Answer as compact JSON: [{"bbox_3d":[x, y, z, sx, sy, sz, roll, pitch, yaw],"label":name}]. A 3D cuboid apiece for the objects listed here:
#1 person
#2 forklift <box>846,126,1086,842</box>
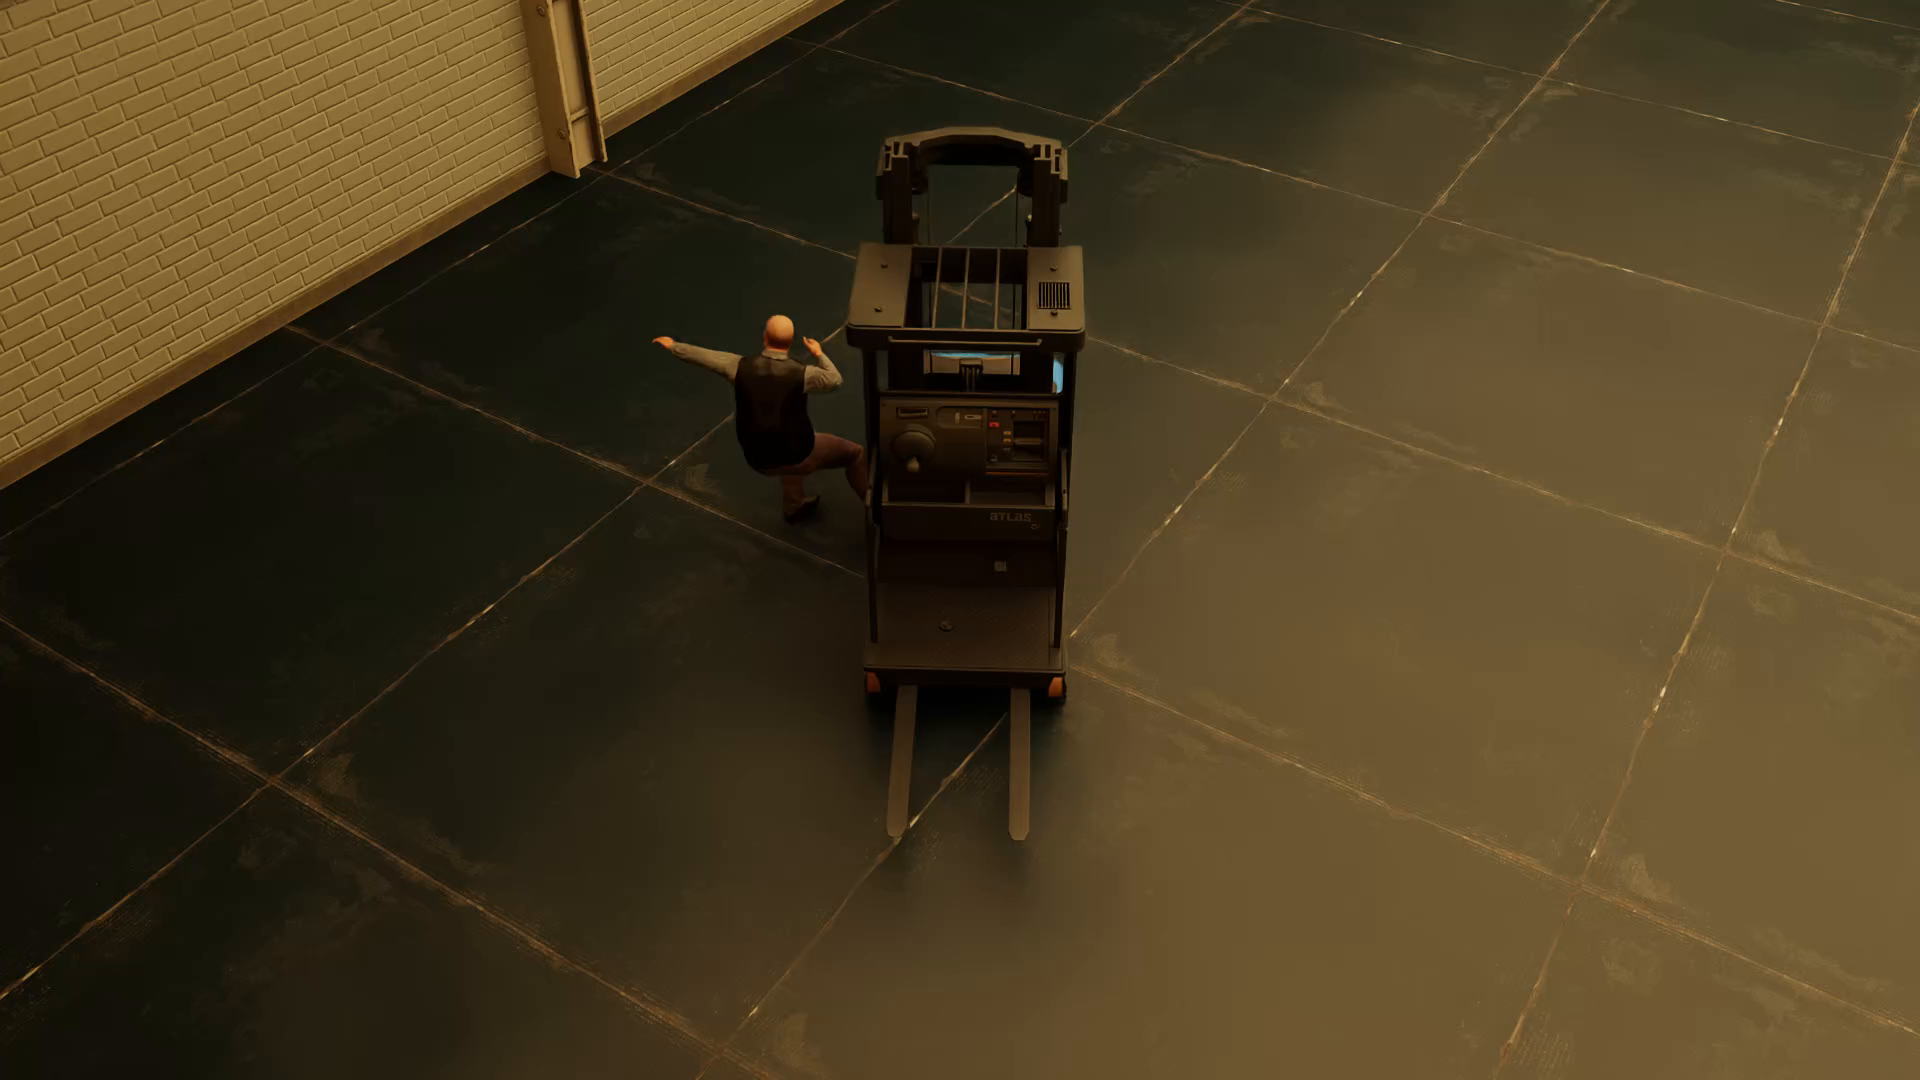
[{"bbox_3d":[-1.061,-0.722,9.975,1.577,1.438,0.793,5,41,6],"label":"person"},{"bbox_3d":[0.040,-0.460,8.509,1.130,2.935,3.031,1,40,2],"label":"forklift"}]
